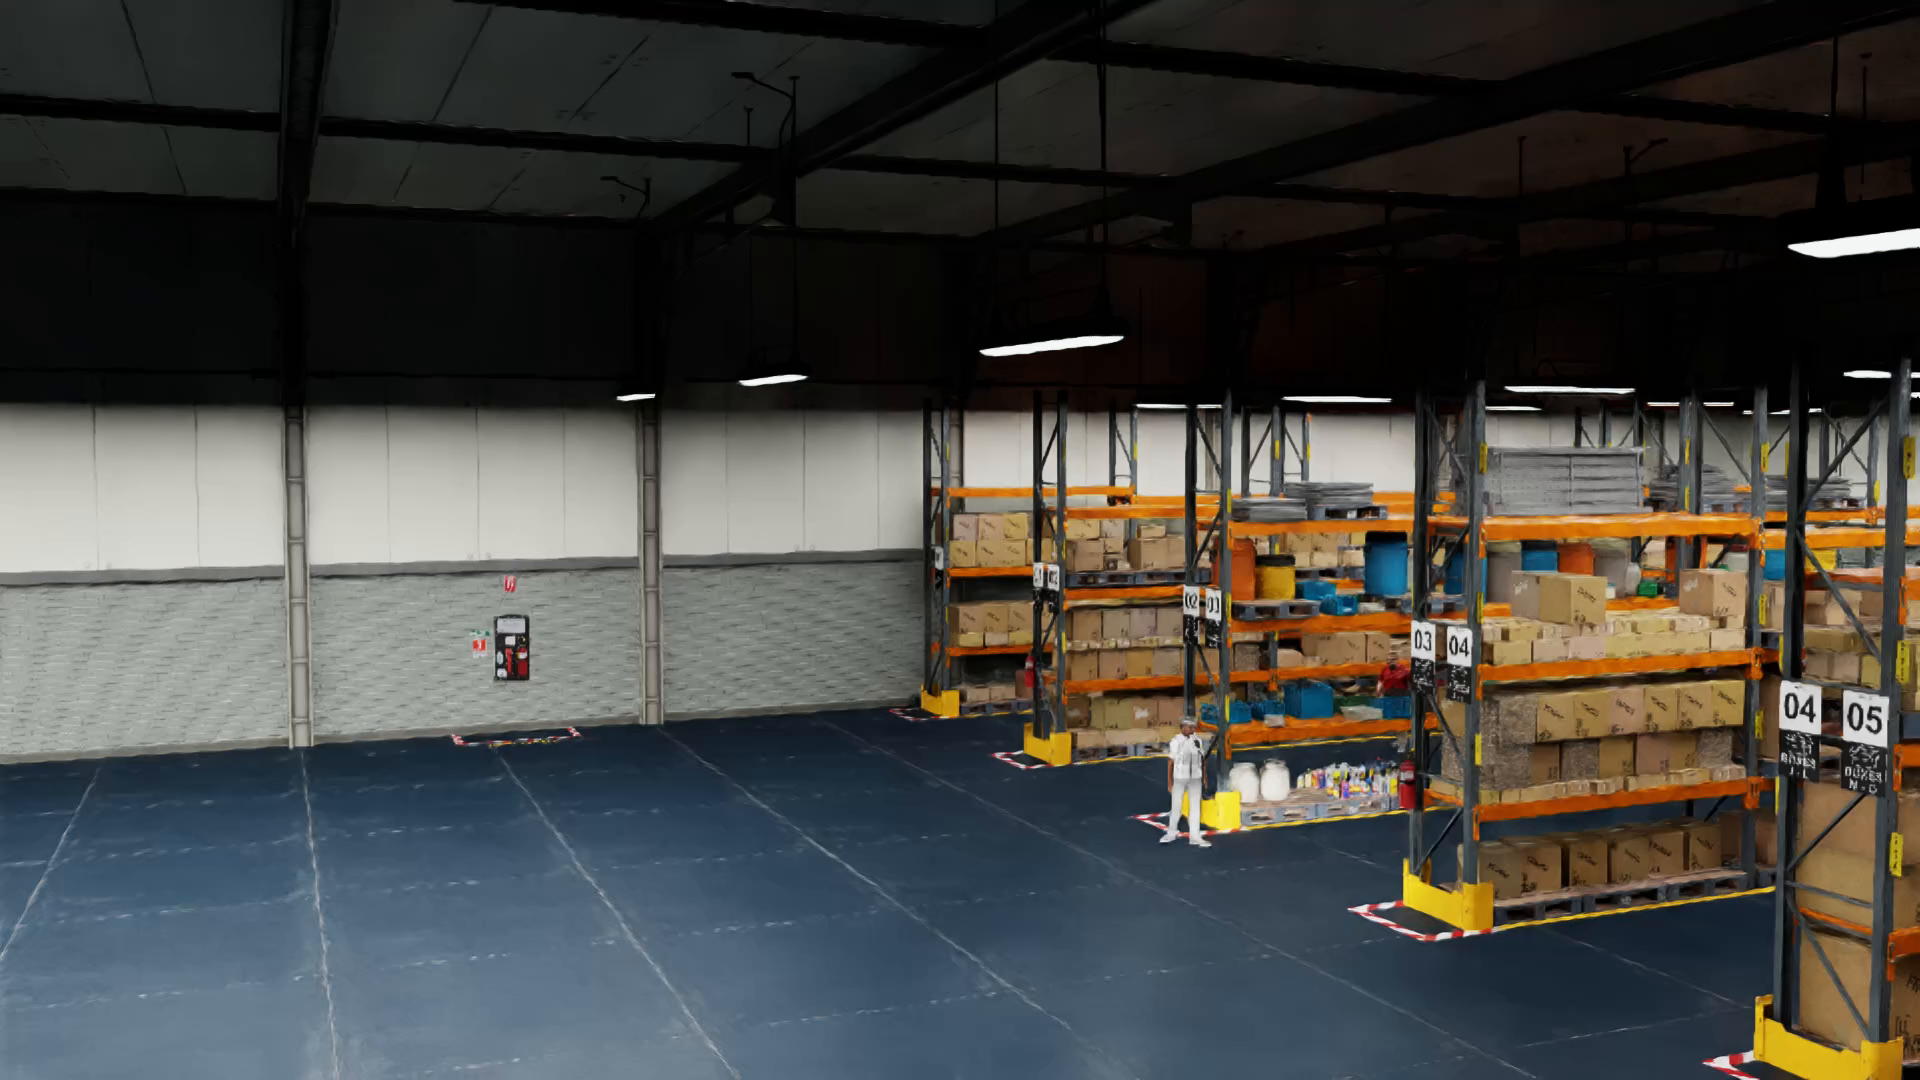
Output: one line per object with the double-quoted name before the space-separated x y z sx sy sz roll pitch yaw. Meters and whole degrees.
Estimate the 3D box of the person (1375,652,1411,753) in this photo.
"person" 7.348 2.688 27.830 0.857 1.662 0.701 -3 4 -39

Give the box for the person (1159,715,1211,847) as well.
"person" 2.880 3.071 21.346 0.610 1.676 0.456 -1 3 -10
